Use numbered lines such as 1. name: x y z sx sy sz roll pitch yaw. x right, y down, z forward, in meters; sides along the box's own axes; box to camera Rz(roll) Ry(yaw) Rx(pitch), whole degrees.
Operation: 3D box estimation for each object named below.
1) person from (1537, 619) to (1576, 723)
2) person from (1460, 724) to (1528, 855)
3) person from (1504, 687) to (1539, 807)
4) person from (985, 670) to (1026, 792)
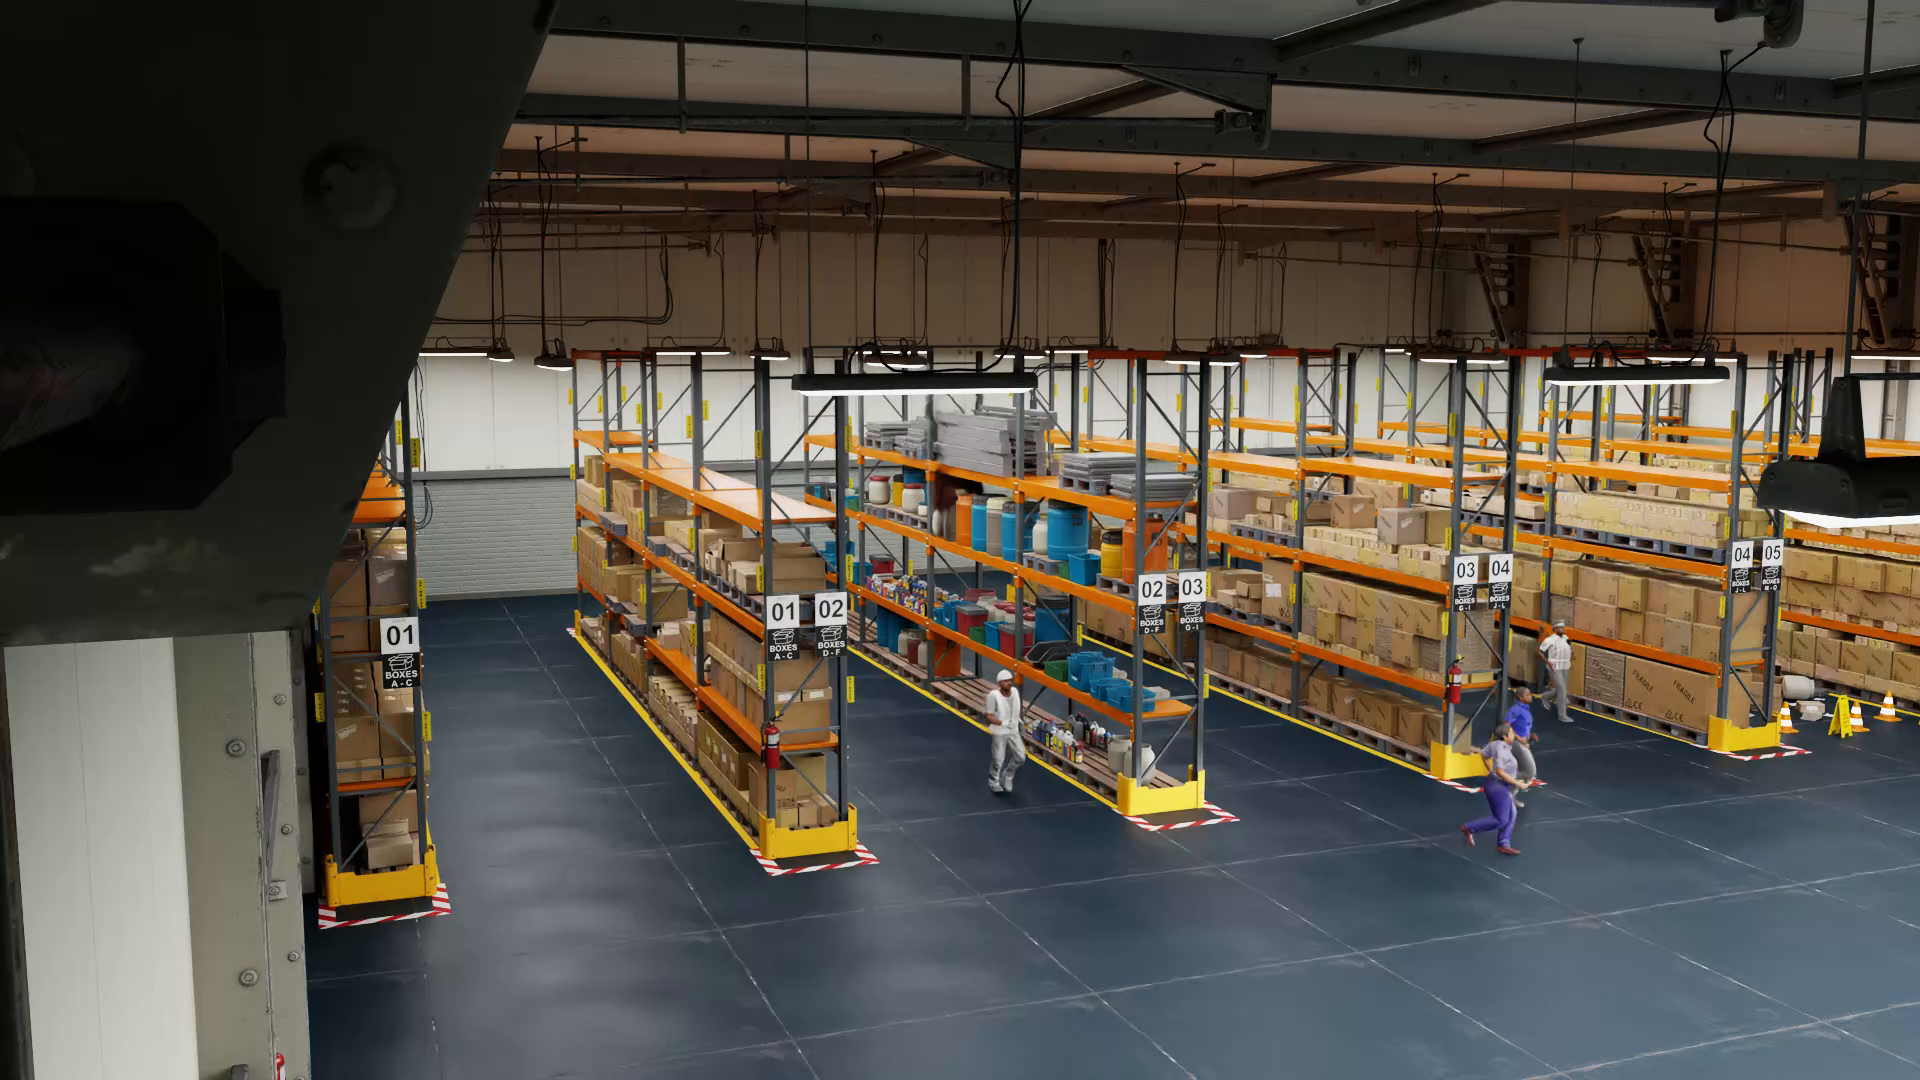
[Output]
1. person: 9.802 2.109 27.313 0.588 1.669 0.834 -3 8 -24
2. person: 6.474 3.035 20.238 0.760 1.620 0.603 1 7 6
3. person: 7.524 2.773 22.332 0.500 1.599 0.608 4 8 29
4. person: 0.647 2.629 22.725 0.667 1.734 0.738 -4 8 -28
